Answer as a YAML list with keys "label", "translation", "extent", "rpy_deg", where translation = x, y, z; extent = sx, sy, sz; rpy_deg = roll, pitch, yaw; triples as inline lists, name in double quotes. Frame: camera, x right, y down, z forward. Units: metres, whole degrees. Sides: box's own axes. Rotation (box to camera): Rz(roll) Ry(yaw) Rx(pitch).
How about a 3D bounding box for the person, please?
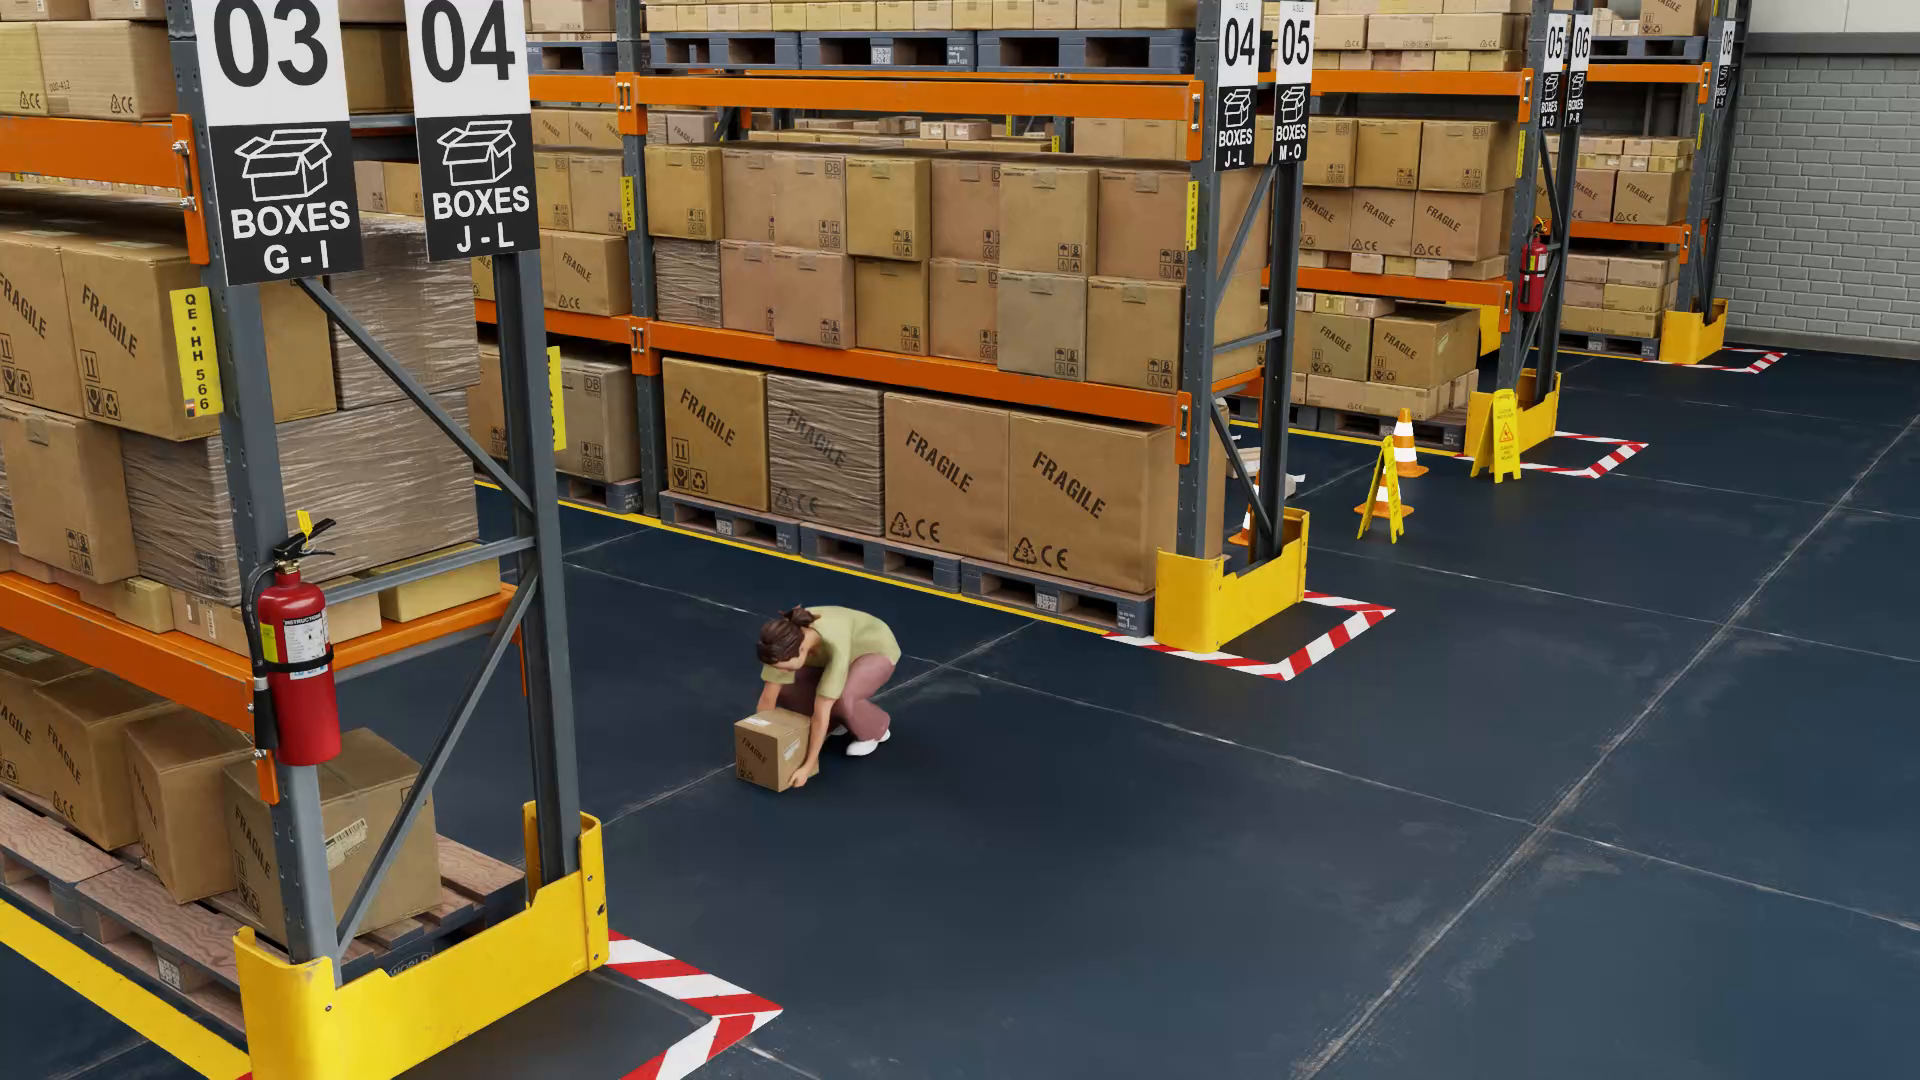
- label: "person"
  translation: [-0.590, 0.651, 7.239]
  extent: [0.468, 0.752, 0.835]
  rpy_deg: [12, 20, 34]
